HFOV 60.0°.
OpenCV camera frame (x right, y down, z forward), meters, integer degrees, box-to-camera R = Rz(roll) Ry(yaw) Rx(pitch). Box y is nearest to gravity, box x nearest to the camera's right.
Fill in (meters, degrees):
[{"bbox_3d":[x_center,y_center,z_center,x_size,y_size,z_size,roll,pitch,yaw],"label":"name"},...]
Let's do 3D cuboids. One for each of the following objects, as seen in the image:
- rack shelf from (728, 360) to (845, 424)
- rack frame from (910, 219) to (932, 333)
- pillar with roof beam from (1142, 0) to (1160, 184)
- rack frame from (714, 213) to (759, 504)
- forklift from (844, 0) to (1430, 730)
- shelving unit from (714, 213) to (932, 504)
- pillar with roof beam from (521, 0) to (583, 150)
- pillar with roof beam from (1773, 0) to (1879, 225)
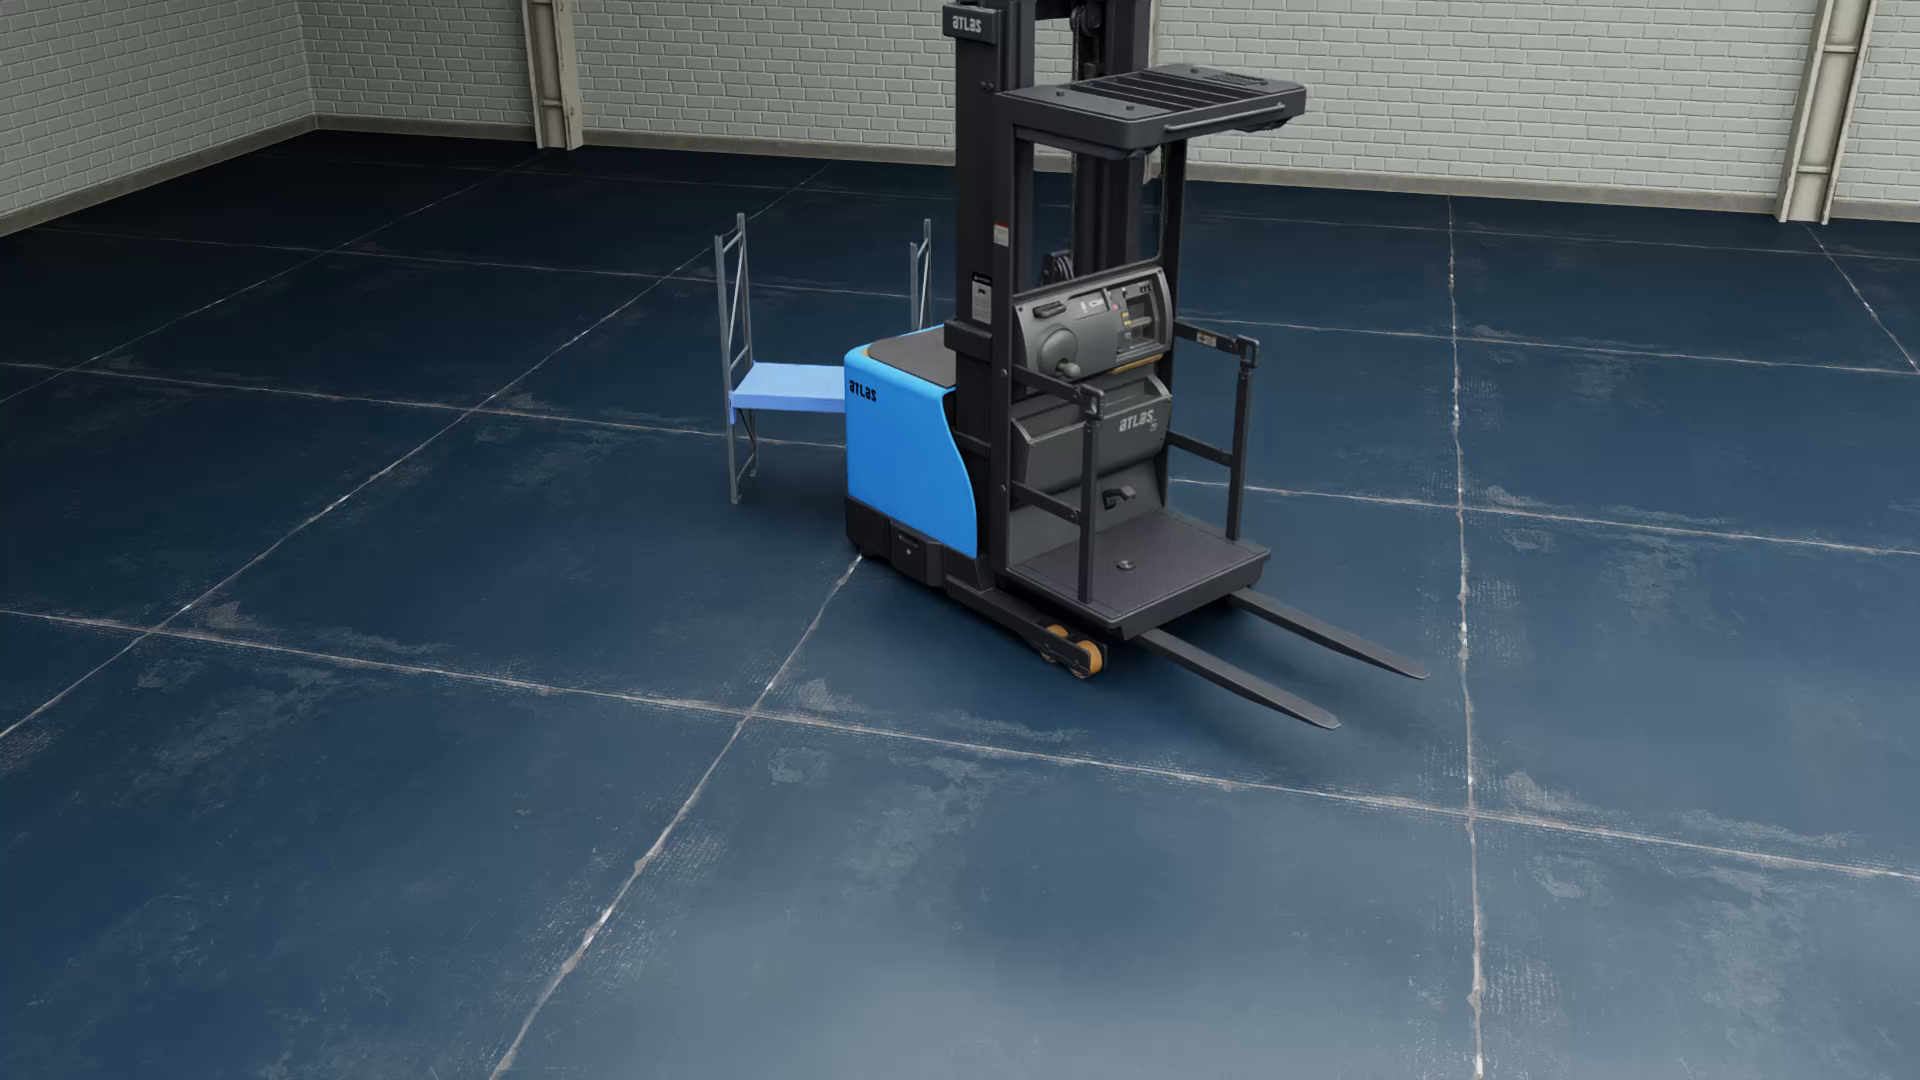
[{"bbox_3d":[-0.707,-0.789,9.082,1.000,0.185,0.538,3,26,7],"label":"rack shelf"},{"bbox_3d":[-0.203,-0.923,8.944,0.032,1.500,0.500,3,26,7],"label":"rack frame"},{"bbox_3d":[0.556,-5.758,10.375,0.400,9.000,9.100,6,26,13],"label":"pillar with roof beam"},{"bbox_3d":[-1.211,-0.981,9.066,0.032,1.500,0.500,3,26,7],"label":"rack frame"},{"bbox_3d":[0.751,-0.950,7.337,1.130,2.935,3.031,-20,32,-36],"label":"forklift"},{"bbox_3d":[-0.707,-0.952,9.005,1.048,1.500,0.538,3,26,7],"label":"shelving unit"},{"bbox_3d":[-5.255,-6.400,11.724,0.400,9.000,9.100,6,26,13],"label":"pillar with roof beam"},{"bbox_3d":[6.367,-5.115,9.026,0.400,9.000,9.100,6,26,13],"label":"pillar with roof beam"}]
